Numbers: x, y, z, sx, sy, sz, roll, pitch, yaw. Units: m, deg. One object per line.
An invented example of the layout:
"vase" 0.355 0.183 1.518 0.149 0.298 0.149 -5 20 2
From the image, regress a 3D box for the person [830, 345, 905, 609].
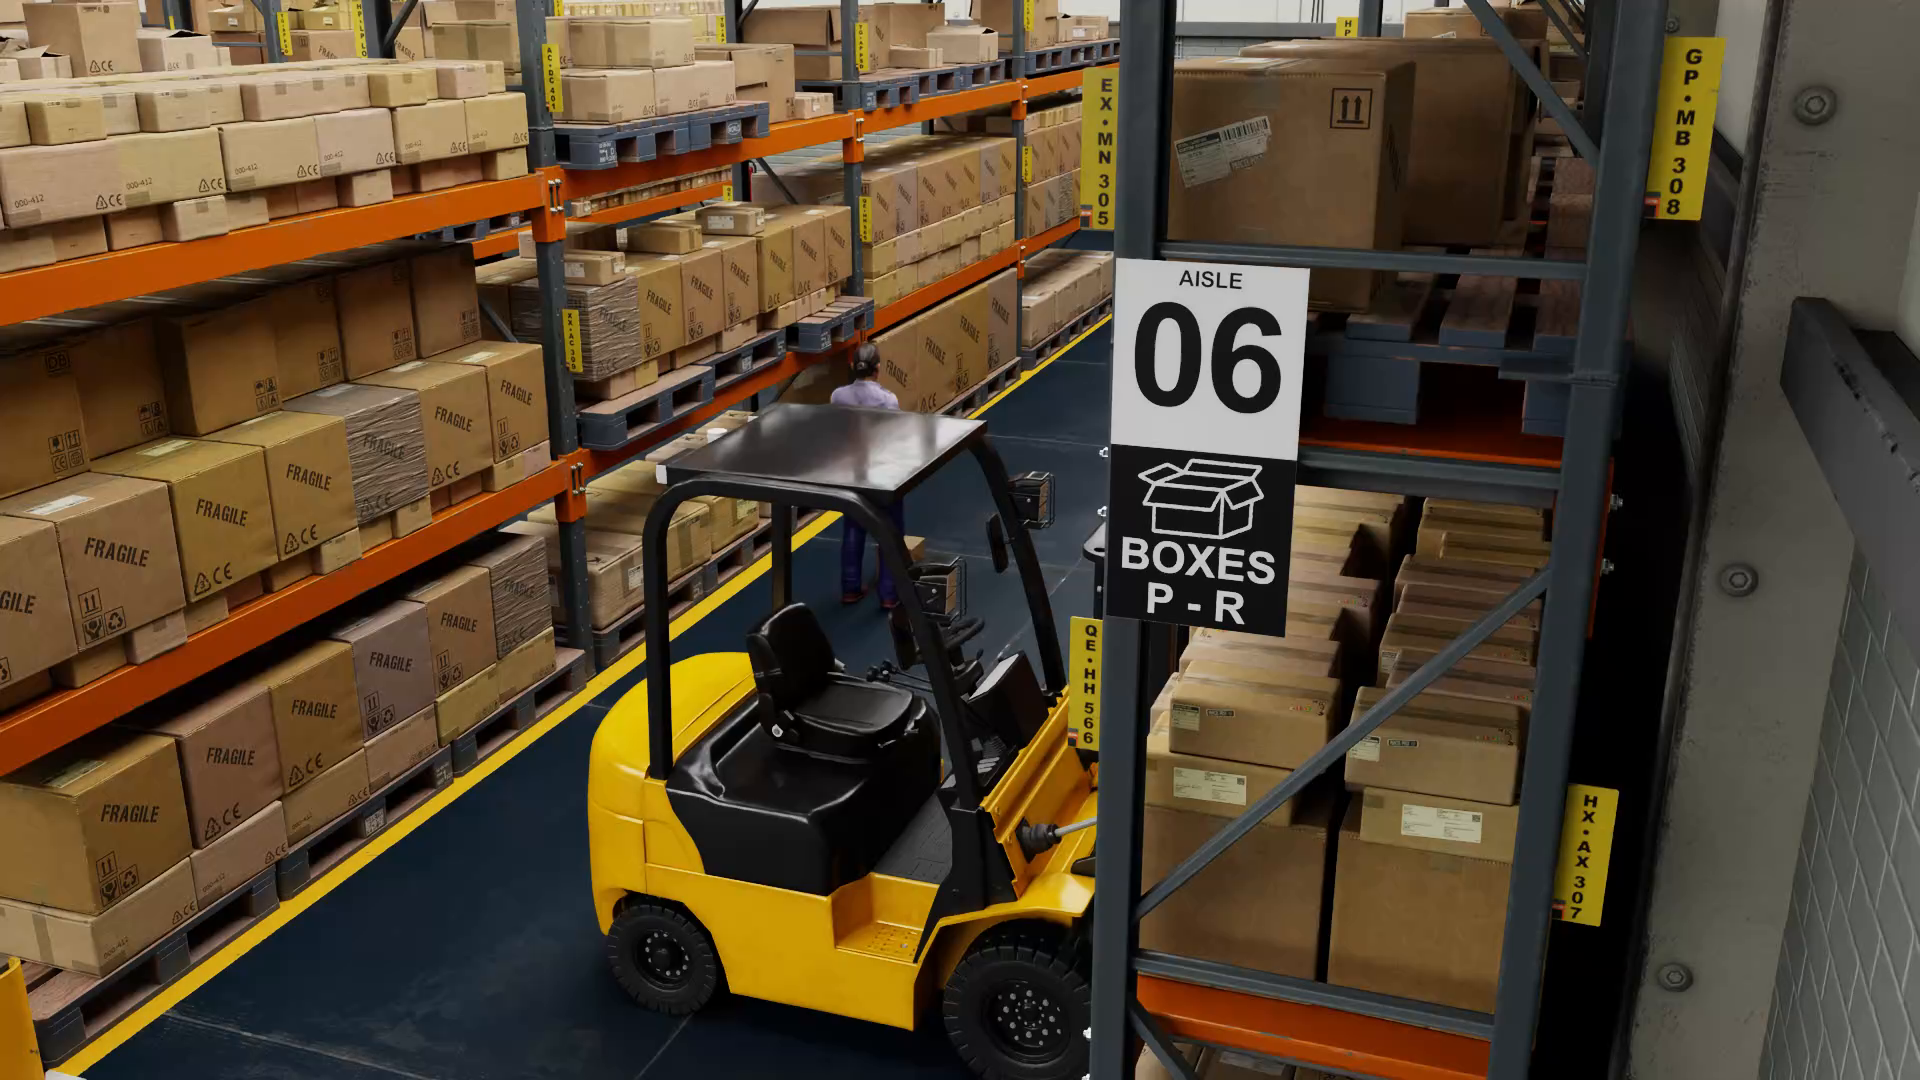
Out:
"person" -0.565 -0.391 10.258 0.472 1.645 0.340 7 20 19
